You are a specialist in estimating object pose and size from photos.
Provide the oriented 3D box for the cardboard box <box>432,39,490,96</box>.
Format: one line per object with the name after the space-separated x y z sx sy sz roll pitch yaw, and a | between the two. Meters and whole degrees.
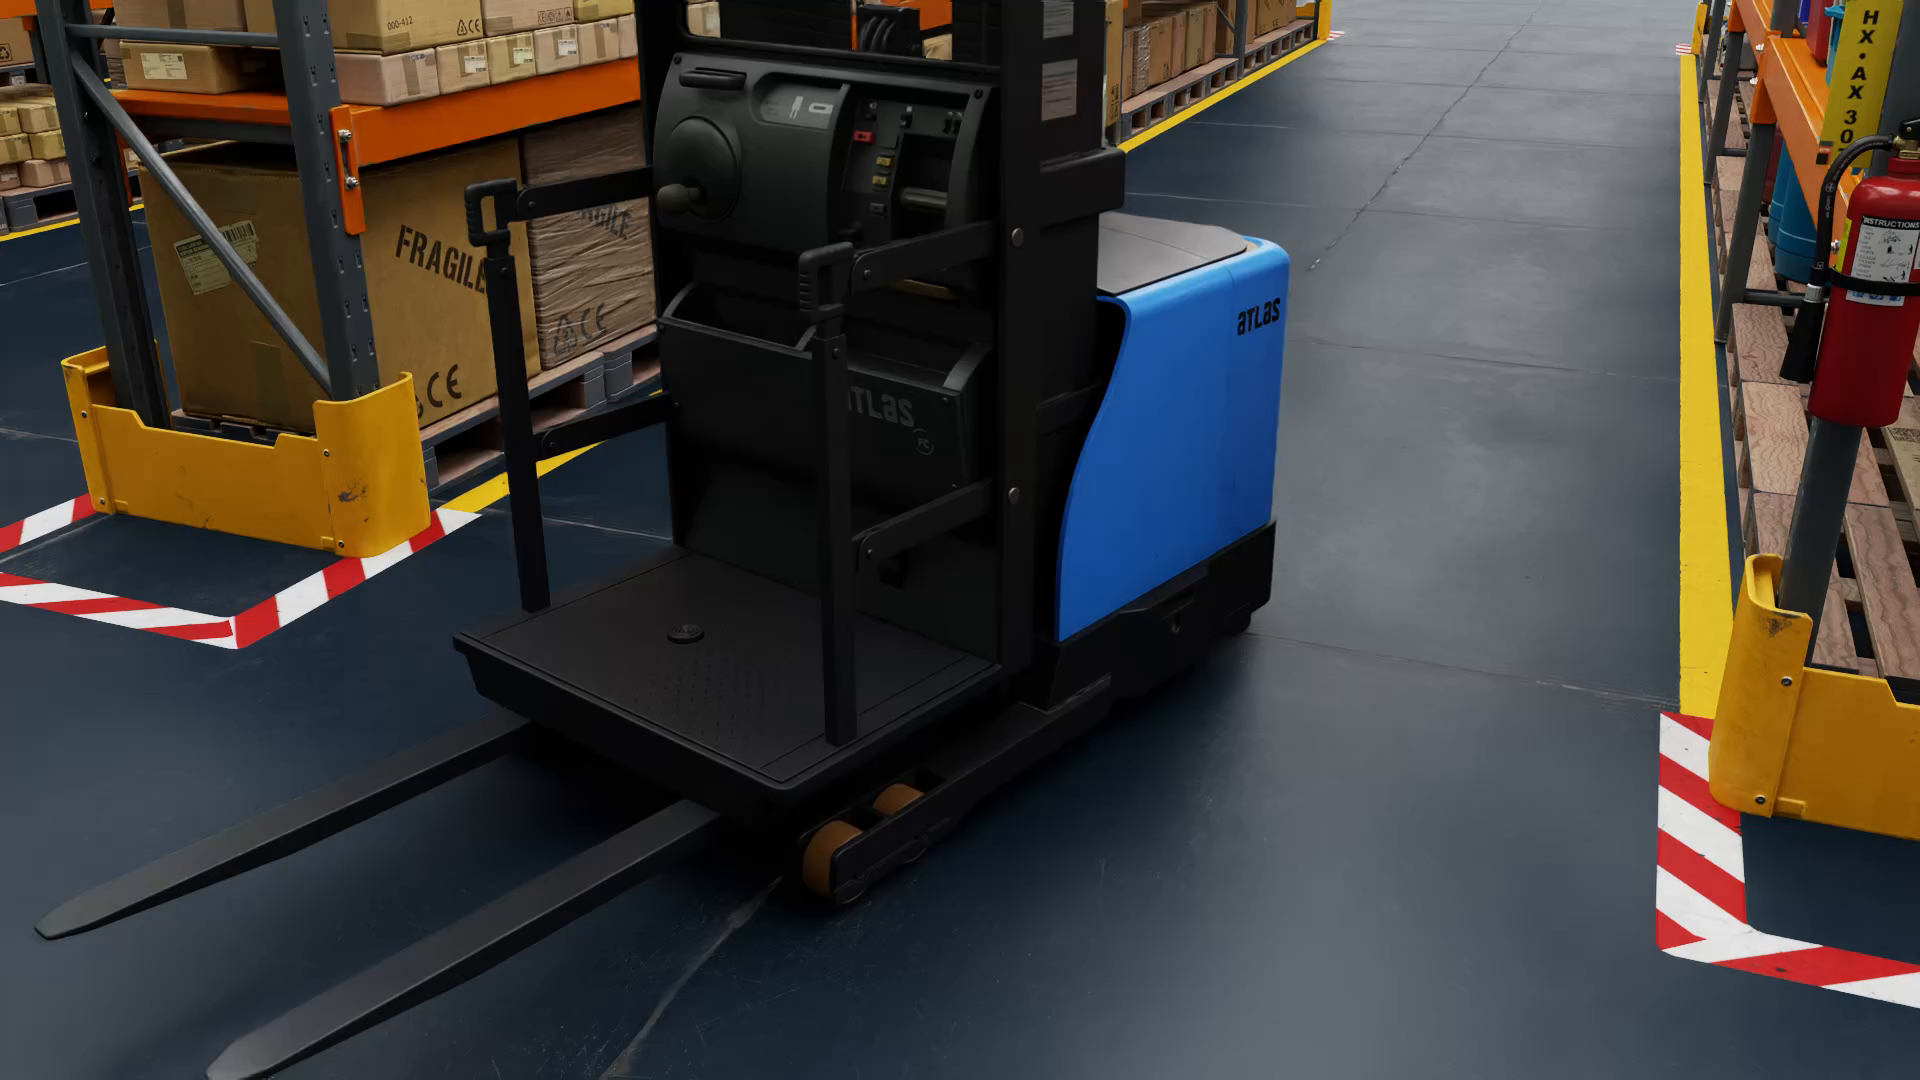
-1.750 -1.529 5.345 0.380 0.149 0.250 8 24 19 | cardboard box

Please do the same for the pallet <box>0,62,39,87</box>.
-8.874 -4.197 15.024 1.003 0.211 1.213 9 24 20 | pallet

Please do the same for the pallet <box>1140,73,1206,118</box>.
1.436 -3.764 13.987 1.003 0.211 1.213 9 24 20 | pallet

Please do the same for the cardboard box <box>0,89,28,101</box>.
-5.841 -2.620 10.013 0.380 0.149 0.250 10 25 23 | cardboard box

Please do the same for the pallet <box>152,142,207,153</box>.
-5.076 -2.643 11.304 1.003 0.211 1.213 9 24 20 | pallet

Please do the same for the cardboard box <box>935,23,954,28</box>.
-0.246 -2.670 9.962 1.225 0.875 0.875 8 24 18 | cardboard box

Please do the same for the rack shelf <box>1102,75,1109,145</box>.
0.241 -1.229 5.234 0.431 0.370 0.720 2 23 6 | rack shelf

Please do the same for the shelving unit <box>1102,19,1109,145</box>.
0.241 -0.869 5.384 0.431 1.500 0.755 2 23 6 | shelving unit

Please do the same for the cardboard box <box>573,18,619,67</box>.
-1.464 -1.805 6.006 0.380 0.149 0.250 8 24 19 | cardboard box

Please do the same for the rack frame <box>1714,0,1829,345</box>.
3.802 -2.196 6.615 1.000 3.000 0.127 9 24 20 | rack frame

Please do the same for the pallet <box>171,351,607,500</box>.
-2.058 -0.484 6.135 1.003 0.211 1.213 9 24 20 | pallet

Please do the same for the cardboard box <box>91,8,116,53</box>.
-8.292 -4.937 16.042 0.950 0.372 0.625 7 24 16 | cardboard box

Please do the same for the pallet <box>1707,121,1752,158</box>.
5.612 -2.612 11.230 1.003 0.211 1.213 9 24 20 | pallet

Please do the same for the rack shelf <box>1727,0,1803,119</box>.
4.545 -2.579 8.467 1.077 0.370 4.000 9 24 20 | rack shelf

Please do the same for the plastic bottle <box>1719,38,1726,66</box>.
6.746 -4.311 14.545 0.144 0.351 0.185 8 24 19 | plastic bottle

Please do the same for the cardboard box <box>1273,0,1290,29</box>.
3.223 -5.799 17.941 0.500 0.500 0.500 16 28 34 | cardboard box

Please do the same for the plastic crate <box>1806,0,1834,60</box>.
3.238 -1.969 5.912 0.402 0.464 0.583 9 24 20 | plastic crate

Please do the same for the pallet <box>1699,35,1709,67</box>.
7.968 -4.879 16.657 1.003 0.211 1.213 9 24 20 | pallet

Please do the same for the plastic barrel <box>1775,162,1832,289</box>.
4.020 -1.613 7.399 0.600 0.901 0.708 9 24 20 | plastic barrel

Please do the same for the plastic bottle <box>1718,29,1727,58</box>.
6.937 -4.495 14.986 0.144 0.351 0.185 9 24 20 | plastic bottle

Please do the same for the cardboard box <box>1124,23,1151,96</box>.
1.114 -3.829 13.197 0.700 0.500 0.500 7 24 16 | cardboard box

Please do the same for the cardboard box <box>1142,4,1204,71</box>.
1.733 -4.433 14.642 0.700 0.500 0.500 9 24 20 | cardboard box

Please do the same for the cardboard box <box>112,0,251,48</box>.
-2.348 -1.753 5.363 0.500 0.250 0.500 8 24 19 | cardboard box

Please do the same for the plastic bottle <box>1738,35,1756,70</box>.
6.879 -4.290 14.495 0.144 0.351 0.185 9 24 20 | plastic bottle

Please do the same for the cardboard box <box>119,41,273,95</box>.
-2.455 -1.532 5.352 0.380 0.149 0.250 9 24 21 | cardboard box

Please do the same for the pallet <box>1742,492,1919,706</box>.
2.659 0.233 4.419 1.003 0.211 1.213 9 24 20 | pallet

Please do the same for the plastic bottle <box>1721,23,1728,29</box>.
7.170 -4.707 15.596 0.097 0.271 0.097 0 23 0 | plastic bottle

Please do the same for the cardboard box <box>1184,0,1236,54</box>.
2.361 -4.945 15.896 0.500 0.500 0.500 8 24 18 | cardboard box

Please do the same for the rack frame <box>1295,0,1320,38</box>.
3.661 -7.199 18.593 1.000 3.000 0.127 9 24 20 | rack frame

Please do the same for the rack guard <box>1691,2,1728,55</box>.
8.275 -5.303 17.296 1.175 0.500 0.348 9 24 20 | rack guard

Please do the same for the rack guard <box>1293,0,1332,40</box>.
3.633 -6.018 19.010 1.175 0.500 0.348 9 24 20 | rack guard

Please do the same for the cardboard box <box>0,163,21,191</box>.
-5.616 -2.079 9.488 0.380 0.149 0.250 8 24 19 | cardboard box

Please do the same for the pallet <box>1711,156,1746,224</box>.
5.034 -2.052 9.889 1.003 0.211 1.213 9 24 20 | pallet

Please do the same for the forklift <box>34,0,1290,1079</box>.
-0.452 -0.817 3.403 1.130 2.935 3.031 18 28 36 | forklift

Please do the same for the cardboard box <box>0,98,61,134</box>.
-5.398 -2.452 9.611 0.380 0.149 0.250 9 24 20 | cardboard box

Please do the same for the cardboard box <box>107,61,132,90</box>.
-5.323 -2.992 11.220 0.500 0.500 0.500 8 24 19 | cardboard box

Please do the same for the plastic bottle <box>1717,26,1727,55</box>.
7.057 -4.599 15.337 0.097 0.271 0.097 0 23 0 | plastic bottle

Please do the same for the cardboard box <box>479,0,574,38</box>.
-1.666 -1.861 5.623 0.500 0.250 0.500 8 24 19 | cardboard box

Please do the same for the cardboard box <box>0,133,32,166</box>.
-5.542 -2.236 9.479 0.380 0.149 0.250 9 24 21 | cardboard box

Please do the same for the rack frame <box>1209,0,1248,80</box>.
2.175 -5.768 15.166 1.000 3.000 0.127 9 24 20 | rack frame

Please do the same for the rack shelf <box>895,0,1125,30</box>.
-0.053 -3.289 10.165 1.077 0.370 4.000 9 24 20 | rack shelf

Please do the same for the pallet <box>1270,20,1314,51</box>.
3.298 -5.599 18.382 1.003 0.211 1.213 9 24 20 | pallet
